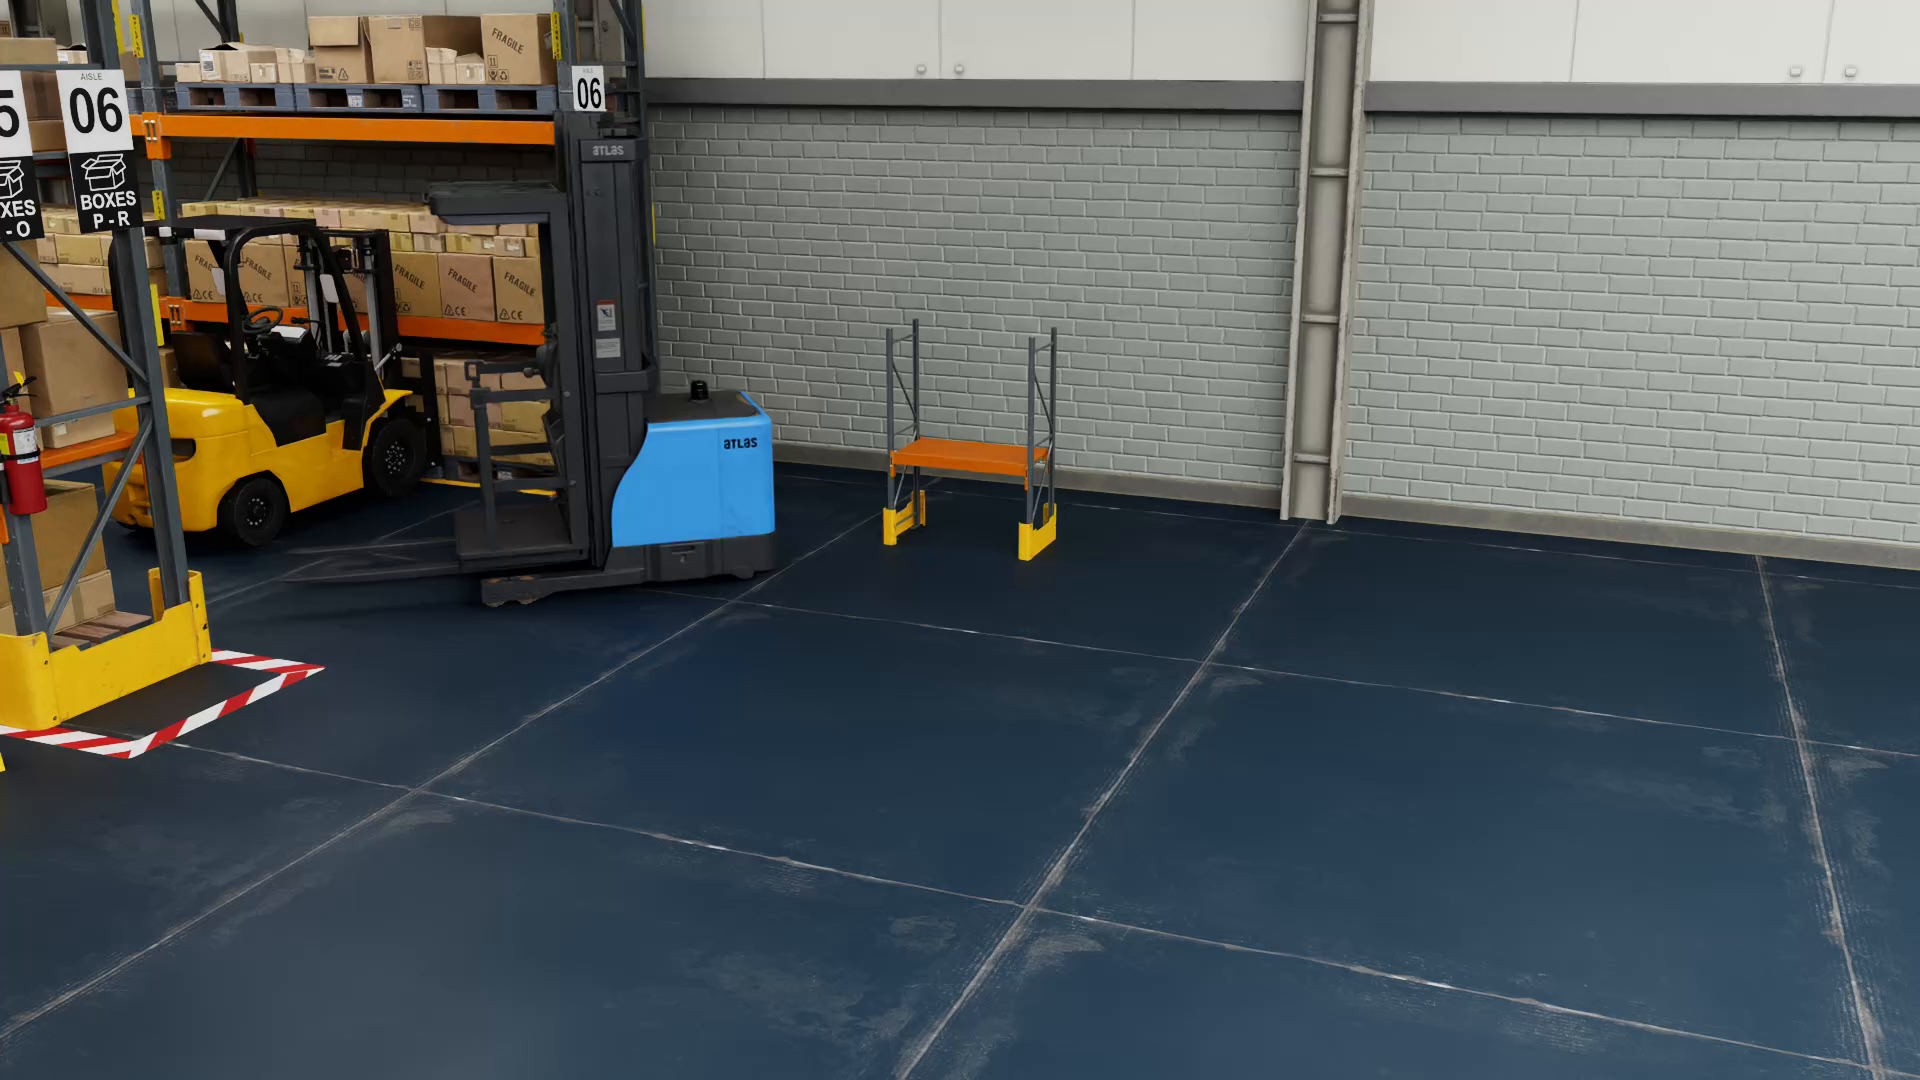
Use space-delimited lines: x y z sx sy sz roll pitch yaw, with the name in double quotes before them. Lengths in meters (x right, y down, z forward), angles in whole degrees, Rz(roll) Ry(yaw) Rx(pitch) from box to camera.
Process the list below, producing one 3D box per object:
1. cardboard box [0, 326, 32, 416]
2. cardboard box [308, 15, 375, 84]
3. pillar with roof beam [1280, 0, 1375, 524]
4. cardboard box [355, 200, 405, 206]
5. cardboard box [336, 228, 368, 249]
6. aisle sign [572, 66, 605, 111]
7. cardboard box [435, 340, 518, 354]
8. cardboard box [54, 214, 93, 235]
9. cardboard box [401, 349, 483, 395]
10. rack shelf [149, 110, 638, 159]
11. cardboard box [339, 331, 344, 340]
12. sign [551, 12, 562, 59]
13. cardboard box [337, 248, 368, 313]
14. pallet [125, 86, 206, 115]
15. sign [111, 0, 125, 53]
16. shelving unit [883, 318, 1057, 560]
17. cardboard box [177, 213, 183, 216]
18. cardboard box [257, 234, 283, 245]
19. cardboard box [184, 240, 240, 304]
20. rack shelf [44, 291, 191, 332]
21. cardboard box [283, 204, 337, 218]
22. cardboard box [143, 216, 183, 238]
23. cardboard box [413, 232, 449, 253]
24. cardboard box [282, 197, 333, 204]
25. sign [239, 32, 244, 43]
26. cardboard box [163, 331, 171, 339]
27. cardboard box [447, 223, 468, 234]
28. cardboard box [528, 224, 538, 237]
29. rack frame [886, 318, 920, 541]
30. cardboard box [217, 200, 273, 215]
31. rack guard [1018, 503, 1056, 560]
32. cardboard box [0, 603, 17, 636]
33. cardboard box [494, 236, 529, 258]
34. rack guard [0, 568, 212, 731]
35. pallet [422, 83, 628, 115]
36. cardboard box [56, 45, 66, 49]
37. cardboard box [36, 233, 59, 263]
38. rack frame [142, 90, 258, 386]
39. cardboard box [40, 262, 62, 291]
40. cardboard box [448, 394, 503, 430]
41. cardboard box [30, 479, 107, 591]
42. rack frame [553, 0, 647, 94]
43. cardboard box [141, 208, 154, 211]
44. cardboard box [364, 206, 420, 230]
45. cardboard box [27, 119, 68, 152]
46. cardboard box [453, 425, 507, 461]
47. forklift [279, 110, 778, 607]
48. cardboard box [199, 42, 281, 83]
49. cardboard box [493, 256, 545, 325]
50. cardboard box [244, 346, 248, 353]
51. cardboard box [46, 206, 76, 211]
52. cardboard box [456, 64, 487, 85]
"cardboard box" -5.101 -0.810 8.372 0.500 0.500 0.500 6 17 20
"cardboard box" -4.625 -3.846 13.042 0.637 0.503 0.797 7 18 22
"pillar with roof beam" 1.007 -3.379 7.172 0.400 9.000 9.100 6 17 21
"cardboard box" -4.811 -2.741 13.859 0.250 0.149 0.380 6 17 20
"cardboard box" -4.768 -2.428 13.313 0.250 0.149 0.380 6 17 19
"aisle sign" -2.724 -3.089 12.270 0.004 0.787 0.394 6 17 21
"cardboard box" -3.983 -1.487 13.801 0.500 0.250 0.500 6 17 20
"cardboard box" -7.546 -2.722 14.328 0.250 0.149 0.380 6 17 19
"cardboard box" -4.171 -1.351 13.331 0.500 0.250 0.500 7 17 21
"rack shelf" -4.538 -3.223 13.305 4.000 0.370 1.077 6 17 21
"cardboard box" -5.393 -1.646 14.347 0.500 0.250 0.500 6 17 20
"sign" -2.890 -3.612 11.908 0.005 0.325 0.100 6 17 21
"cardboard box" -4.660 -2.110 13.382 0.500 0.500 0.500 6 17 21
"pallet" -7.224 -3.768 14.235 1.217 0.209 0.805 6 17 18
"sign" -4.297 -2.637 8.427 0.005 0.325 0.100 6 17 21
"shelving unit" 0.071 -0.712 11.438 1.083 1.500 0.587 6 17 21
"cardboard box" -6.647 -2.784 14.539 0.250 0.149 0.380 6 17 19
"cardboard box" -5.502 -2.501 13.566 0.250 0.149 0.380 7 17 22
"cardboard box" -6.082 -2.267 13.924 0.500 0.500 0.500 6 17 19
"rack shelf" -8.259 -2.192 15.133 4.000 0.370 1.077 6 17 21
"cardboard box" -5.241 -2.626 13.461 0.250 0.149 0.380 6 17 20
"cardboard box" -6.798 -2.669 14.145 0.250 0.149 0.380 7 18 23
"cardboard box" -4.063 -2.350 13.045 0.250 0.149 0.380 6 17 19
"cardboard box" -5.521 -2.820 14.133 0.250 0.149 0.380 6 17 20
"sign" -6.196 -4.203 14.323 0.005 0.325 0.100 6 17 21
"cardboard box" -7.607 -1.526 15.054 0.625 0.625 0.875 6 17 20
"cardboard box" -3.787 -2.489 12.992 0.250 0.149 0.380 6 17 21
"cardboard box" -3.088 -2.408 12.710 0.250 0.149 0.380 6 17 21
"rack frame" -0.394 -0.764 11.614 0.032 1.500 0.500 6 17 21
"cardboard box" -5.928 -2.727 13.809 0.250 0.149 0.380 7 17 21
"rack guard" 0.534 -0.061 11.436 0.087 0.250 0.587 6 17 21
"cardboard box" -5.369 0.468 8.860 0.500 0.250 0.500 6 17 20
"cardboard box" -3.352 -2.264 12.749 0.250 0.149 0.380 7 17 22
"rack guard" -4.566 0.557 8.858 0.348 0.500 1.175 6 17 21
"pallet" -3.326 -3.400 12.785 1.213 0.211 1.003 6 17 21
"cardboard box" -7.876 -4.069 14.157 0.500 0.311 0.500 6 17 19
"cardboard box" -7.904 -2.589 14.584 0.500 0.250 0.500 7 17 22
"rack frame" -6.399 -2.332 14.328 0.127 3.000 1.000 6 17 21
"cardboard box" -7.884 -2.353 14.667 0.500 0.250 0.500 6 17 21
"cardboard box" -3.708 -1.067 13.252 0.500 0.250 0.500 6 17 20
"cardboard box" -5.167 -0.033 9.242 0.500 0.500 0.500 6 17 19
"rack frame" -2.678 -4.804 12.082 0.127 3.000 1.000 6 17 21
"cardboard box" -7.355 -2.871 14.840 0.250 0.149 0.380 6 17 20
"cardboard box" -4.517 -2.563 13.246 0.250 0.149 0.380 7 17 21
"cardboard box" -4.685 -2.074 8.506 0.250 0.149 0.380 6 17 21
"cardboard box" -3.690 -0.824 13.310 0.500 0.250 0.500 6 17 21
"forklift" -2.759 -1.161 10.416 3.031 2.935 1.130 -5 17 -17
"cardboard box" -5.714 -3.832 13.339 0.500 0.311 0.500 7 17 22
"cardboard box" -3.232 -1.953 12.843 0.500 0.500 0.500 6 17 19
"cardboard box" -5.592 -1.508 13.873 0.500 0.250 0.500 6 17 21
"cardboard box" -8.048 -2.952 15.118 0.250 0.149 0.380 6 17 21
"cardboard box" -3.560 -3.499 12.483 0.250 0.149 0.380 6 17 19
